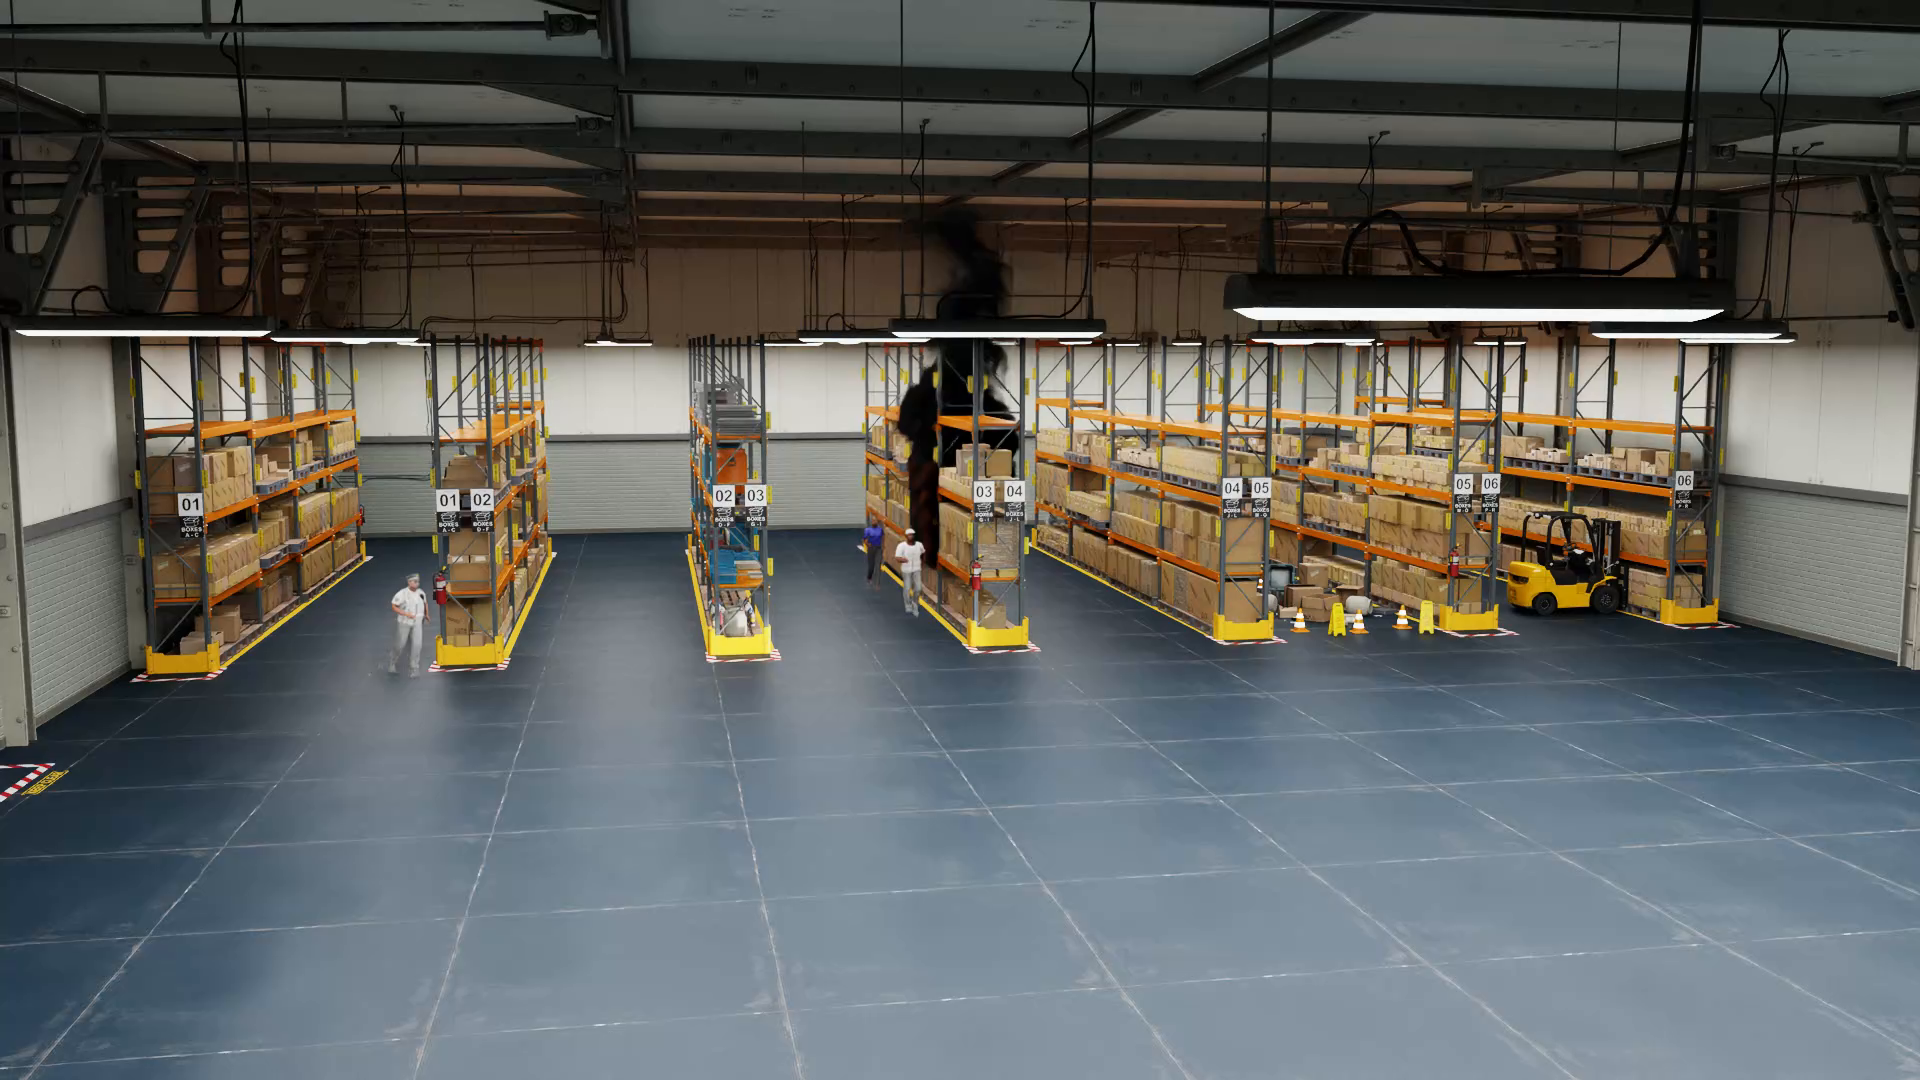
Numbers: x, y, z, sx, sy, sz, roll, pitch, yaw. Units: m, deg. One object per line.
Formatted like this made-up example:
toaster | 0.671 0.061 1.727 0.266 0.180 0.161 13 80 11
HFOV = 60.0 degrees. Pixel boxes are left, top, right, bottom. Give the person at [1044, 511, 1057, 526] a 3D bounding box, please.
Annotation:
person | 2.842 -0.845 49.962 0.636 1.735 0.668 -1 7 -13

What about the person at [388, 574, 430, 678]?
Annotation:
person | -9.679 1.486 29.385 0.723 1.790 0.863 -6 9 -43

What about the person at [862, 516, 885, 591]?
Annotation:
person | -1.943 0.293 37.926 0.579 1.652 0.784 -2 7 -17

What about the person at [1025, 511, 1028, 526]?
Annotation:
person | 1.576 -0.341 45.656 0.621 1.738 0.873 -1 7 -9

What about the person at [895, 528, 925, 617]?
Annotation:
person | -0.981 0.678 34.144 0.677 1.834 0.651 -2 7 -14
